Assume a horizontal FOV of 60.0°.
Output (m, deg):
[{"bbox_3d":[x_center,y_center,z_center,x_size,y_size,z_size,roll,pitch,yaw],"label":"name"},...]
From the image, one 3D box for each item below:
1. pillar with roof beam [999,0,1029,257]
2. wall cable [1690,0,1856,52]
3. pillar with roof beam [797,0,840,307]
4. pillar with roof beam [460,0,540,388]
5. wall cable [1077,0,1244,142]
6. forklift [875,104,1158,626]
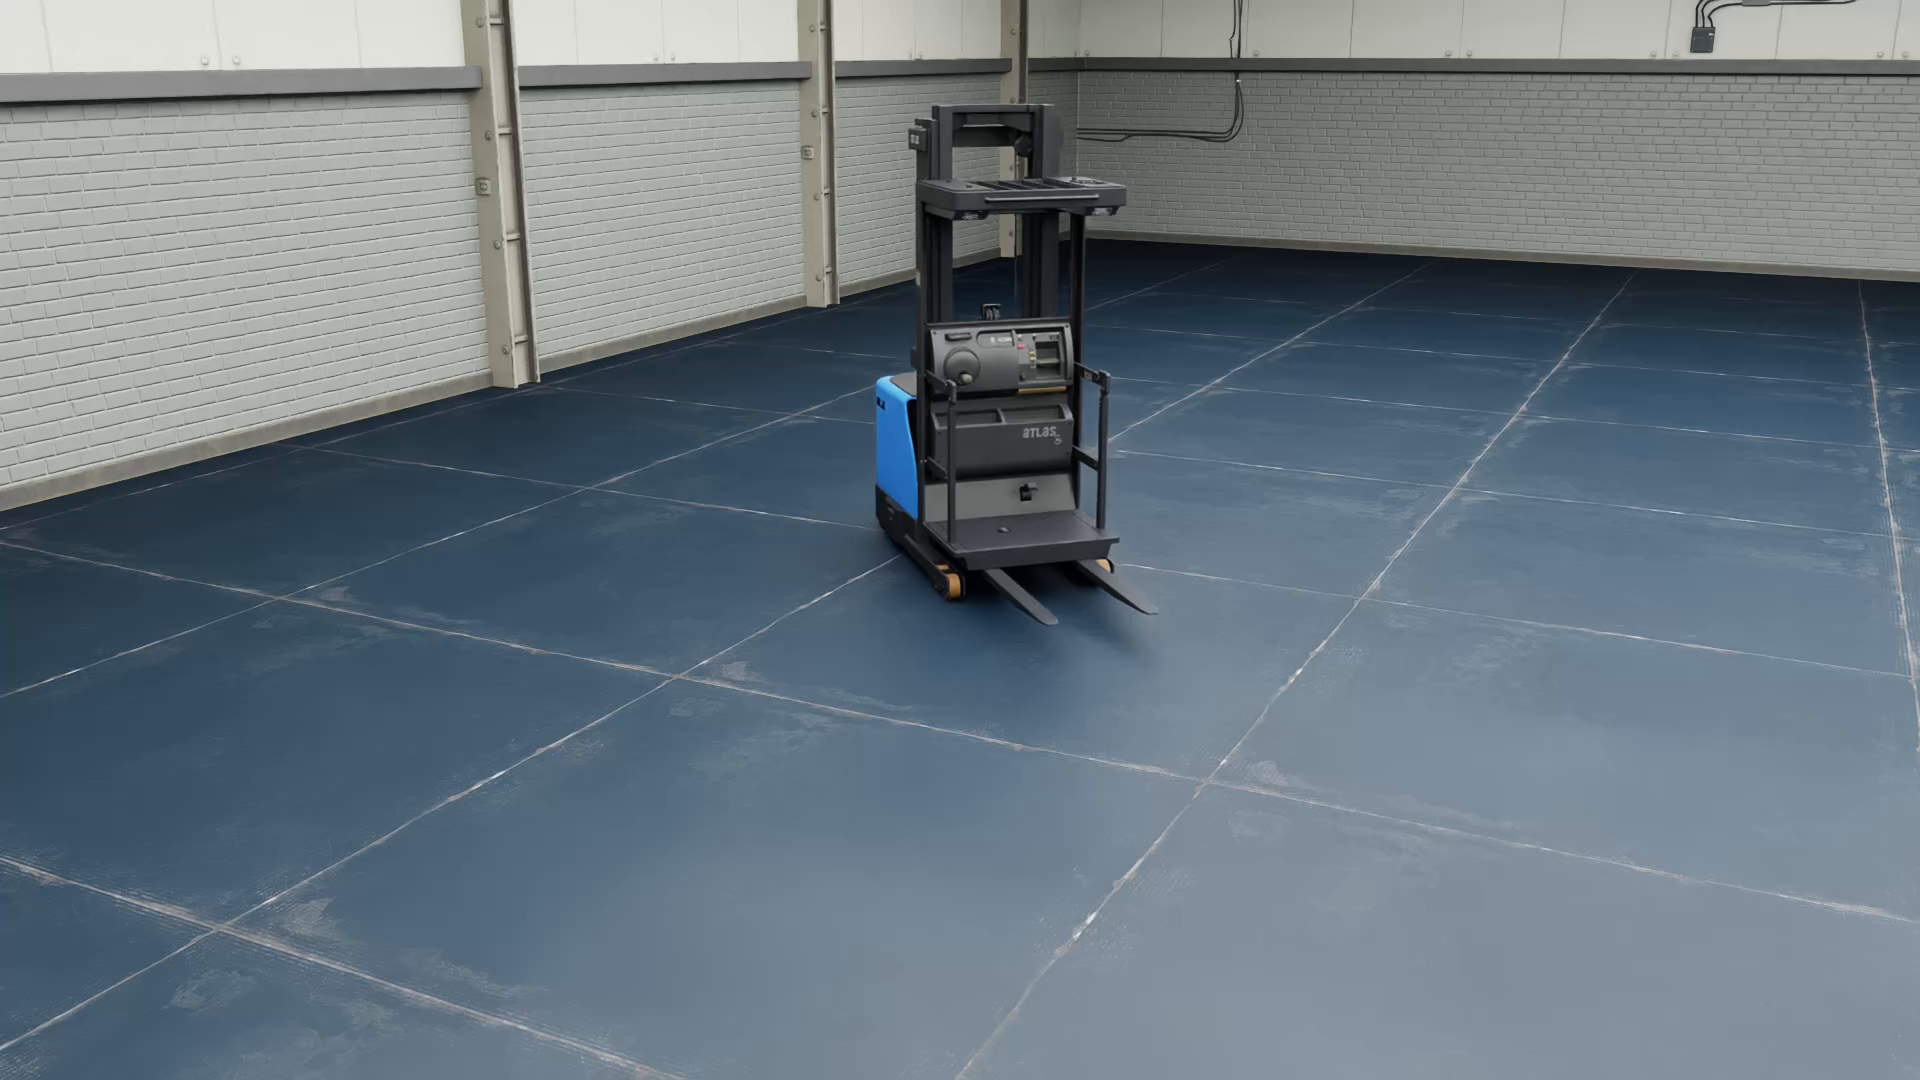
[{"bbox_3d":[4.708,-8.411,24.036,9.100,9.000,0.400,8,18,25],"label":"pillar with roof beam"},{"bbox_3d":[11.842,-9.959,23.276,2.305,6.003,0.169,8,18,25],"label":"wall cable"},{"bbox_3d":[2.027,-6.882,18.891,9.100,9.000,0.400,8,18,25],"label":"pillar with roof beam"},{"bbox_3d":[-0.654,-5.354,13.745,9.100,9.000,0.400,8,18,25],"label":"pillar with roof beam"},{"bbox_3d":[3.356,-8.052,28.282,3.097,2.526,0.112,8,18,25],"label":"wall cable"},{"bbox_3d":[0.336,-1.163,10.291,1.130,2.935,3.031,-5,17,-17],"label":"forklift"}]
